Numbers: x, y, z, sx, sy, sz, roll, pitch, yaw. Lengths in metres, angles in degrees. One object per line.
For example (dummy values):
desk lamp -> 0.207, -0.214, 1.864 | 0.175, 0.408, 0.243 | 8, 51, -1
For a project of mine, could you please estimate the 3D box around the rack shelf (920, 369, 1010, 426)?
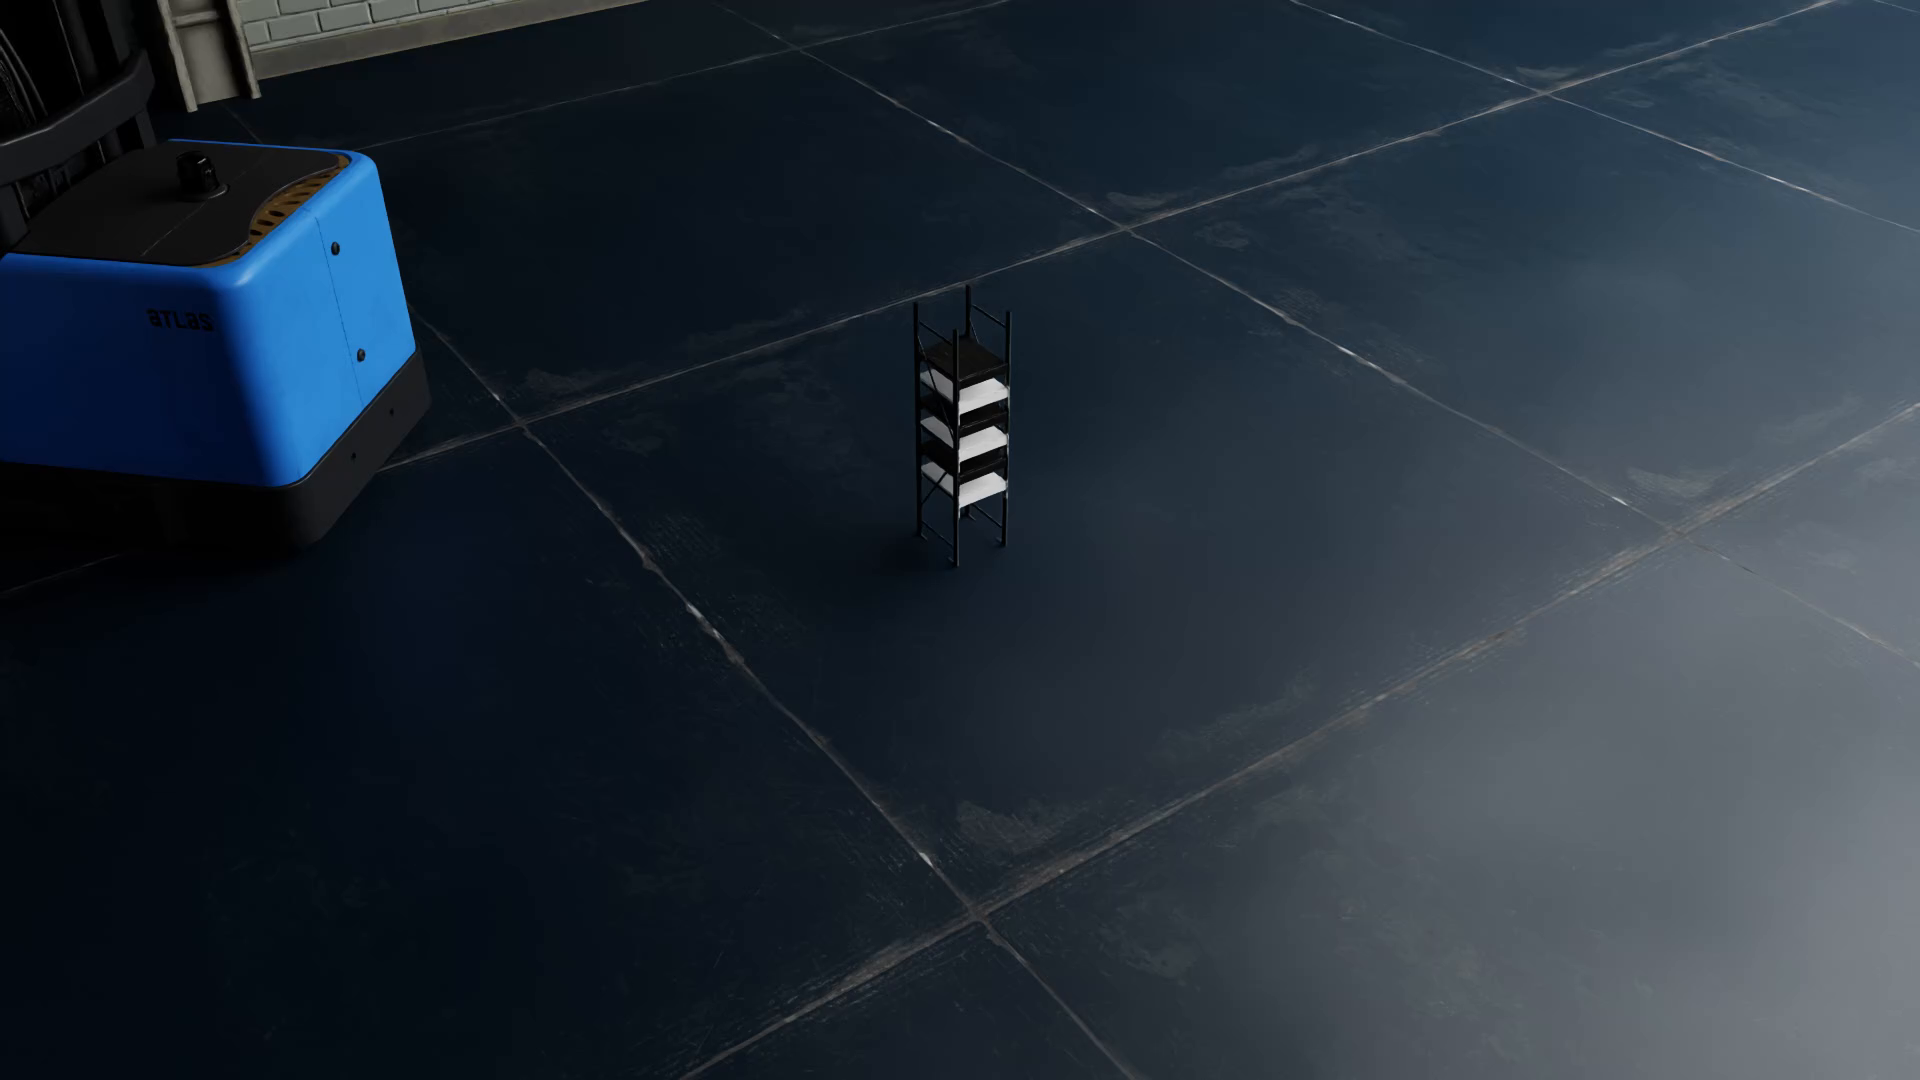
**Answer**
rack shelf -> 0.007, -0.487, 5.405 | 0.200, 0.077, 0.258 | -22, 41, -28

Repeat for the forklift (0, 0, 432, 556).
forklift -> -3.581, -1.539, 5.380 | 3.031, 2.935, 1.130 | 6, 36, 8

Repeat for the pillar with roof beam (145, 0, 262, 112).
pillar with roof beam -> -1.606, -4.039, 3.658 | 0.400, 9.000, 9.100 | -22, 41, -28

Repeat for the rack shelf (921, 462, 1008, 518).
rack shelf -> 0.007, -0.195, 5.616 | 0.200, 0.077, 0.258 | -22, 41, -28

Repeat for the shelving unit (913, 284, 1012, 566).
shelving unit -> 0.007, -0.368, 5.491 | 0.210, 0.900, 0.258 | -22, 41, -28

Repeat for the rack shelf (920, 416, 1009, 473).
rack shelf -> 0.007, -0.341, 5.511 | 0.200, 0.077, 0.258 | -22, 41, -28

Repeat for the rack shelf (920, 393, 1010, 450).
rack shelf -> 0.007, -0.414, 5.458 | 0.200, 0.077, 0.258 | -22, 41, -28

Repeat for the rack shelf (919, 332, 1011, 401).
rack shelf -> 0.007, -0.560, 5.353 | 0.200, 0.077, 0.258 | -22, 41, -28

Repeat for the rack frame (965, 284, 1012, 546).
rack frame -> 0.090, -0.402, 5.539 | 0.006, 0.900, 0.240 | -22, 41, -28

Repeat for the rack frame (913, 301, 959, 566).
rack frame -> -0.076, -0.334, 5.443 | 0.006, 0.900, 0.240 | -22, 41, -28

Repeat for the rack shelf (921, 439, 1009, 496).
rack shelf -> 0.007, -0.268, 5.563 | 0.200, 0.077, 0.258 | -22, 41, -28
